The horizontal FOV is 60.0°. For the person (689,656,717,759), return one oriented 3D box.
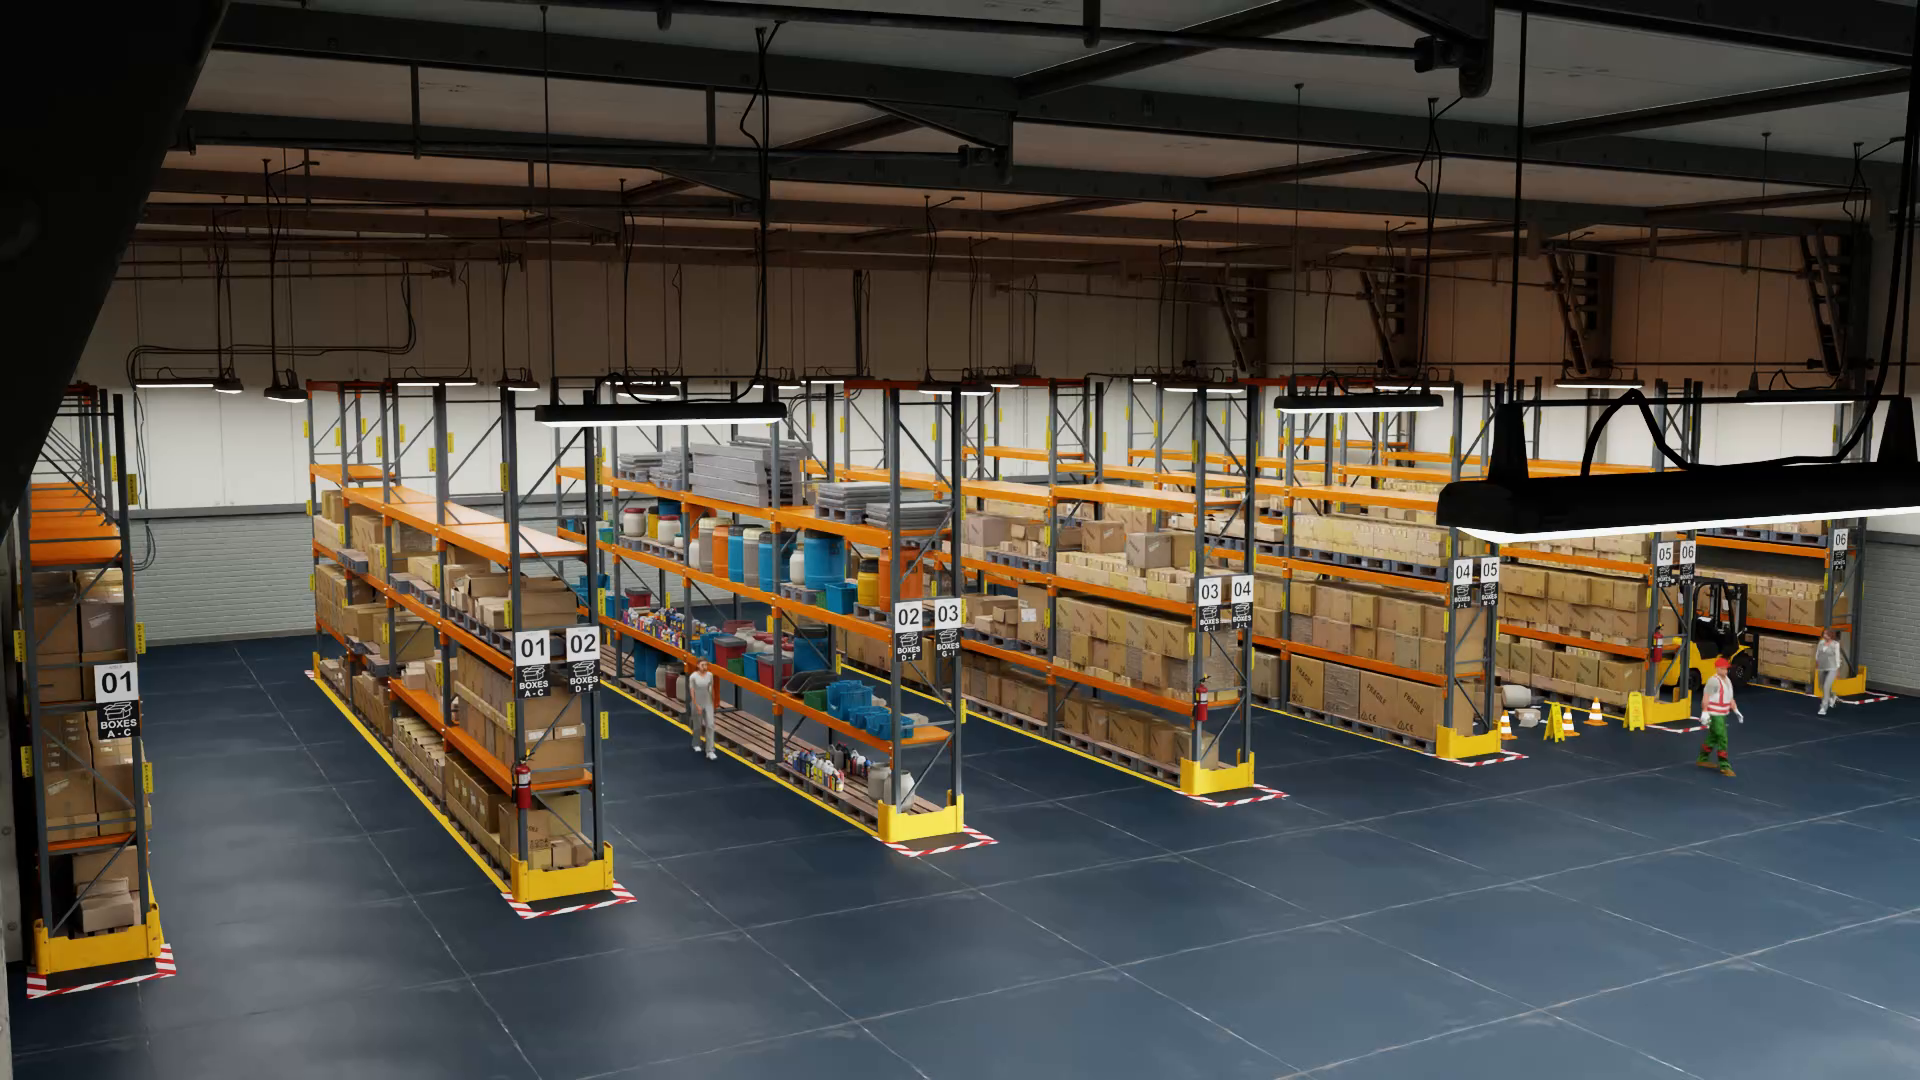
[{"bbox_3d":[-4.126,2.669,26.741,0.446,1.616,0.982,-3,7,-23],"label":"person"}]

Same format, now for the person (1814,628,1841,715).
[{"bbox_3d":[15.714,2.342,30.075,0.803,1.564,0.429,-5,8,-38],"label":"person"}]

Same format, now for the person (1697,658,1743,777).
[{"bbox_3d":[11.773,2.740,25.723,0.554,1.845,0.705,-5,8,-40],"label":"person"}]
